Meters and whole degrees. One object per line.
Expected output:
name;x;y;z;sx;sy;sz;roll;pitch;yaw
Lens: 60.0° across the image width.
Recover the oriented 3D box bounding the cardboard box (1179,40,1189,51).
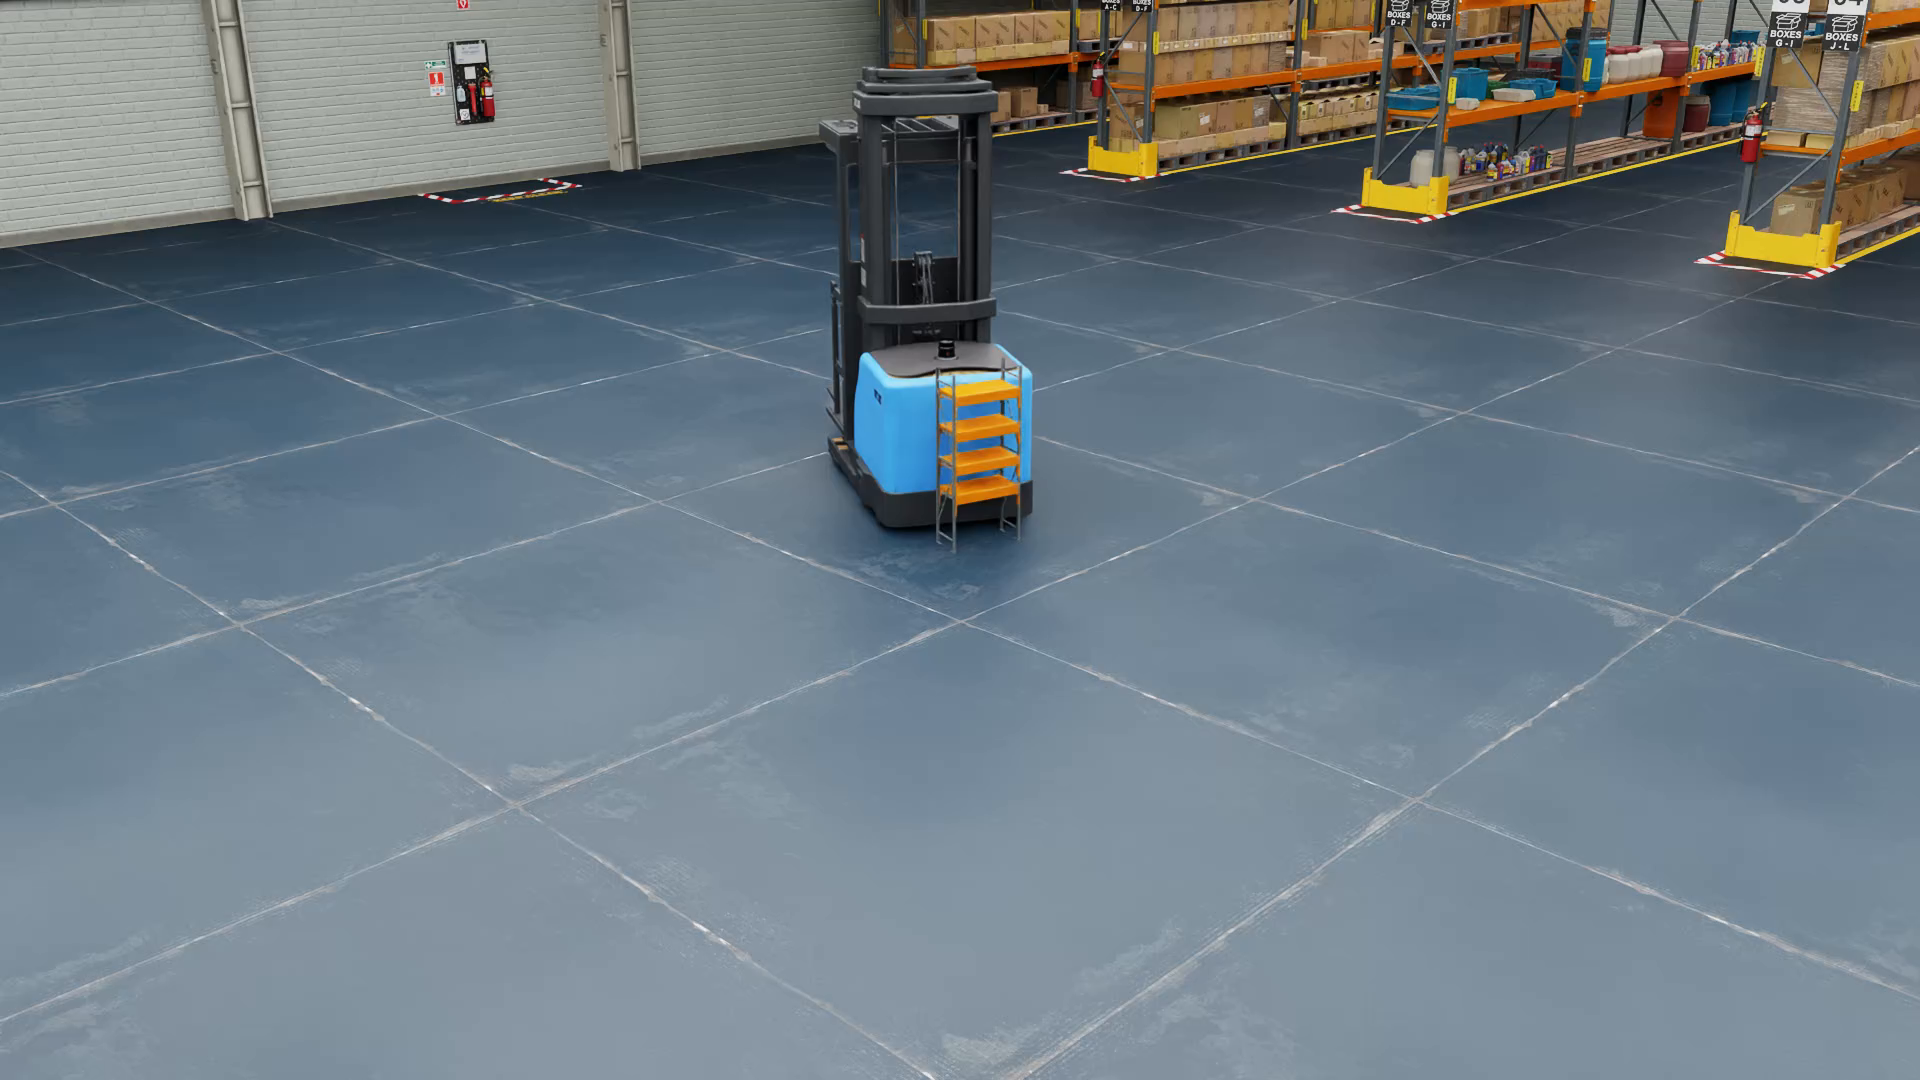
cardboard box;3.346;-7.719;25.932;0.380;0.149;0.250;19;28;41

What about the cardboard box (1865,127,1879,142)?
cardboard box;10.738;-4.858;19.883;0.380;0.149;0.250;19;28;41

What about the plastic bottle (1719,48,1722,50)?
plastic bottle;13.730;-8.797;30.058;0.097;0.201;0.097;0;21;0

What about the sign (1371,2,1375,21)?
sign;7.746;-9.883;31.104;0.100;0.325;0.005;19;28;41

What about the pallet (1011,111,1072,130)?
pallet;1.356;-7.974;31.526;1.003;0.211;1.213;19;28;41

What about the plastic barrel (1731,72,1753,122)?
plastic barrel;14.087;-8.115;30.346;0.600;0.901;0.708;19;28;41

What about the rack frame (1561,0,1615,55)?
rack frame;13.723;-11.303;36.300;1.000;3.000;0.127;19;28;41

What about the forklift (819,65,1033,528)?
forklift;-0.379;-1.946;12.053;1.130;2.935;3.031;-6;22;-14

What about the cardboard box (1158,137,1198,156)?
cardboard box;3.441;-6.314;26.568;0.500;0.250;0.500;19;28;41

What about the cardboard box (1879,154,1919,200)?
cardboard box;12.890;-4.929;22.588;0.700;0.500;0.500;17;27;37

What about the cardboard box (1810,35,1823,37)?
cardboard box;10.558;-5.823;20.096;0.500;0.500;0.500;19;28;41

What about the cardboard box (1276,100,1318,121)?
cardboard box;5.818;-7.436;28.707;0.500;0.311;0.500;19;28;41

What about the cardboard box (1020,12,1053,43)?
cardboard box;1.347;-9.418;30.532;0.500;0.500;0.500;19;28;40

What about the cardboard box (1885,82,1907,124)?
cardboard box;11.059;-5.432;20.471;0.875;0.500;0.500;19;28;41

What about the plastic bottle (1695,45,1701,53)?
plastic bottle;13.075;-8.655;29.584;0.152;0.276;0.135;19;28;41

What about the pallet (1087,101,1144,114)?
pallet;3.193;-8.671;33.340;1.003;0.211;1.213;19;28;41

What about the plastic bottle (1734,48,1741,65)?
plastic bottle;13.573;-8.476;29.119;0.152;0.276;0.135;19;28;41

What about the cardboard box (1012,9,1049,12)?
cardboard box;1.322;-9.678;31.209;0.500;0.500;0.500;18;28;39

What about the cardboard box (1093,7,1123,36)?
cardboard box;3.011;-10.150;32.549;0.500;0.500;0.700;-16;26;-35

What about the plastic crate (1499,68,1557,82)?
plastic crate;8.441;-6.846;24.791;0.767;0.338;0.504;19;28;41

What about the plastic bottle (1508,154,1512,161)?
plastic bottle;8.103;-5.531;24.456;0.061;0.283;0.133;19;28;41

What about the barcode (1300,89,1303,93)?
barcode;5.828;-7.666;28.372;0.001;0.075;0.075;19;28;41

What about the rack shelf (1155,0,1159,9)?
rack shelf;3.956;-8.768;26.528;1.077;0.370;4.000;19;28;41

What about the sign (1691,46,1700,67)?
sign;12.087;-7.946;27.339;0.100;0.325;0.005;19;28;41

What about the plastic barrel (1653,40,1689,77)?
plastic barrel;11.581;-7.874;27.190;0.600;0.536;0.708;19;28;41

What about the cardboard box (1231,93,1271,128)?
cardboard box;4.827;-7.181;27.779;0.500;0.500;0.500;19;28;41

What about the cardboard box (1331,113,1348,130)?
cardboard box;6.527;-7.437;29.491;0.500;0.250;0.500;18;28;39

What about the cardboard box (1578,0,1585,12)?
cardboard box;12.899;-11.368;34.938;0.500;0.500;0.500;-19;28;-41

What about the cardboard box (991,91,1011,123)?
cardboard box;0.502;-7.945;30.436;0.700;0.500;0.500;17;27;37

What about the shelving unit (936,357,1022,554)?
shelving unit;0.121;-0.549;10.830;0.503;1.200;0.258;-11;24;-27

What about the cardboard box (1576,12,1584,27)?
cardboard box;12.894;-10.905;35.126;0.500;0.500;0.500;20;28;41

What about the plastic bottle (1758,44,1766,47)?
plastic bottle;14.435;-8.794;29.946;0.152;0.276;0.135;19;28;41

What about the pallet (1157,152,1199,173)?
pallet;3.064;-6.095;26.639;1.003;0.211;1.213;19;28;41

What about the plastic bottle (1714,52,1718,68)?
plastic bottle;12.899;-8.211;28.437;0.097;0.271;0.097;0;21;0

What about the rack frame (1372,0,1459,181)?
rack frame;6.107;-5.949;22.372;1.000;3.000;0.127;19;28;41

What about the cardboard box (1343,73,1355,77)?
cardboard box;8.688;-10.969;38.331;0.500;0.500;0.700;-19;28;-41

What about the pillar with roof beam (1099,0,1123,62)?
pillar with roof beam;6.148;-12.090;29.988;9.100;9.000;0.400;19;28;41

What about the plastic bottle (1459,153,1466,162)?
plastic bottle;7.367;-5.559;24.539;0.152;0.276;0.135;18;28;39

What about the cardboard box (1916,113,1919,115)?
cardboard box;12.108;-5.381;21.243;0.380;0.149;0.250;19;28;41

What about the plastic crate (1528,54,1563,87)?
plastic crate;9.016;-7.208;25.559;0.402;0.464;0.583;19;28;41

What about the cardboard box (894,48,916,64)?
cardboard box;-0.804;-8.537;29.285;0.500;0.250;0.500;-20;28;-41

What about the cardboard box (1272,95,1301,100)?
cardboard box;5.787;-7.704;29.402;0.500;0.311;0.500;-19;28;-41

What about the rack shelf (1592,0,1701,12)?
rack shelf;10.293;-8.556;25.976;1.077;0.370;4.000;19;28;41

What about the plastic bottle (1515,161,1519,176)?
plastic bottle;8.117;-5.429;24.305;0.097;0.201;0.097;0;21;0

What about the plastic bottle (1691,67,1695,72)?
plastic bottle;12.222;-7.978;27.823;0.152;0.276;0.135;19;28;41

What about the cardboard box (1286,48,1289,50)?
cardboard box;5.833;-8.427;29.007;0.396;0.266;0.258;18;28;39

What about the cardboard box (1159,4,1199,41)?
cardboard box;3.296;-8.109;26.044;0.700;0.500;0.500;18;28;39

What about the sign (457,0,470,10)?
sign;-7.136;-7.762;23.858;0.001;0.298;0.199;19;28;41

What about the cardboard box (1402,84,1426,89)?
cardboard box;8.664;-8.330;31.438;0.500;0.500;0.500;-19;28;-40

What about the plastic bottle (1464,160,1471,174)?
plastic bottle;7.469;-5.497;24.484;0.097;0.201;0.097;0;21;0

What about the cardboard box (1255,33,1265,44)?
cardboard box;4.778;-8.245;27.302;0.380;0.149;0.250;19;28;41

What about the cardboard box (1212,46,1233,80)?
cardboard box;3.974;-7.752;26.923;0.500;0.500;0.700;-19;28;-40

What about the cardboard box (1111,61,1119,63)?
cardboard box;3.327;-9.411;33.205;0.500;0.250;0.500;19;28;40

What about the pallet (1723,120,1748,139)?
pallet;13.910;-7.544;30.409;1.003;0.211;1.213;19;28;41

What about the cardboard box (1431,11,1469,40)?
cardboard box;9.275;-9.866;31.839;0.500;0.500;0.700;-14;25;-32

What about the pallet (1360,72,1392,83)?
pallet;9.669;-11.015;39.438;1.003;0.211;1.213;19;28;41

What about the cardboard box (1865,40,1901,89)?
cardboard box;10.589;-5.562;19.416;0.500;0.500;0.500;19;28;41
